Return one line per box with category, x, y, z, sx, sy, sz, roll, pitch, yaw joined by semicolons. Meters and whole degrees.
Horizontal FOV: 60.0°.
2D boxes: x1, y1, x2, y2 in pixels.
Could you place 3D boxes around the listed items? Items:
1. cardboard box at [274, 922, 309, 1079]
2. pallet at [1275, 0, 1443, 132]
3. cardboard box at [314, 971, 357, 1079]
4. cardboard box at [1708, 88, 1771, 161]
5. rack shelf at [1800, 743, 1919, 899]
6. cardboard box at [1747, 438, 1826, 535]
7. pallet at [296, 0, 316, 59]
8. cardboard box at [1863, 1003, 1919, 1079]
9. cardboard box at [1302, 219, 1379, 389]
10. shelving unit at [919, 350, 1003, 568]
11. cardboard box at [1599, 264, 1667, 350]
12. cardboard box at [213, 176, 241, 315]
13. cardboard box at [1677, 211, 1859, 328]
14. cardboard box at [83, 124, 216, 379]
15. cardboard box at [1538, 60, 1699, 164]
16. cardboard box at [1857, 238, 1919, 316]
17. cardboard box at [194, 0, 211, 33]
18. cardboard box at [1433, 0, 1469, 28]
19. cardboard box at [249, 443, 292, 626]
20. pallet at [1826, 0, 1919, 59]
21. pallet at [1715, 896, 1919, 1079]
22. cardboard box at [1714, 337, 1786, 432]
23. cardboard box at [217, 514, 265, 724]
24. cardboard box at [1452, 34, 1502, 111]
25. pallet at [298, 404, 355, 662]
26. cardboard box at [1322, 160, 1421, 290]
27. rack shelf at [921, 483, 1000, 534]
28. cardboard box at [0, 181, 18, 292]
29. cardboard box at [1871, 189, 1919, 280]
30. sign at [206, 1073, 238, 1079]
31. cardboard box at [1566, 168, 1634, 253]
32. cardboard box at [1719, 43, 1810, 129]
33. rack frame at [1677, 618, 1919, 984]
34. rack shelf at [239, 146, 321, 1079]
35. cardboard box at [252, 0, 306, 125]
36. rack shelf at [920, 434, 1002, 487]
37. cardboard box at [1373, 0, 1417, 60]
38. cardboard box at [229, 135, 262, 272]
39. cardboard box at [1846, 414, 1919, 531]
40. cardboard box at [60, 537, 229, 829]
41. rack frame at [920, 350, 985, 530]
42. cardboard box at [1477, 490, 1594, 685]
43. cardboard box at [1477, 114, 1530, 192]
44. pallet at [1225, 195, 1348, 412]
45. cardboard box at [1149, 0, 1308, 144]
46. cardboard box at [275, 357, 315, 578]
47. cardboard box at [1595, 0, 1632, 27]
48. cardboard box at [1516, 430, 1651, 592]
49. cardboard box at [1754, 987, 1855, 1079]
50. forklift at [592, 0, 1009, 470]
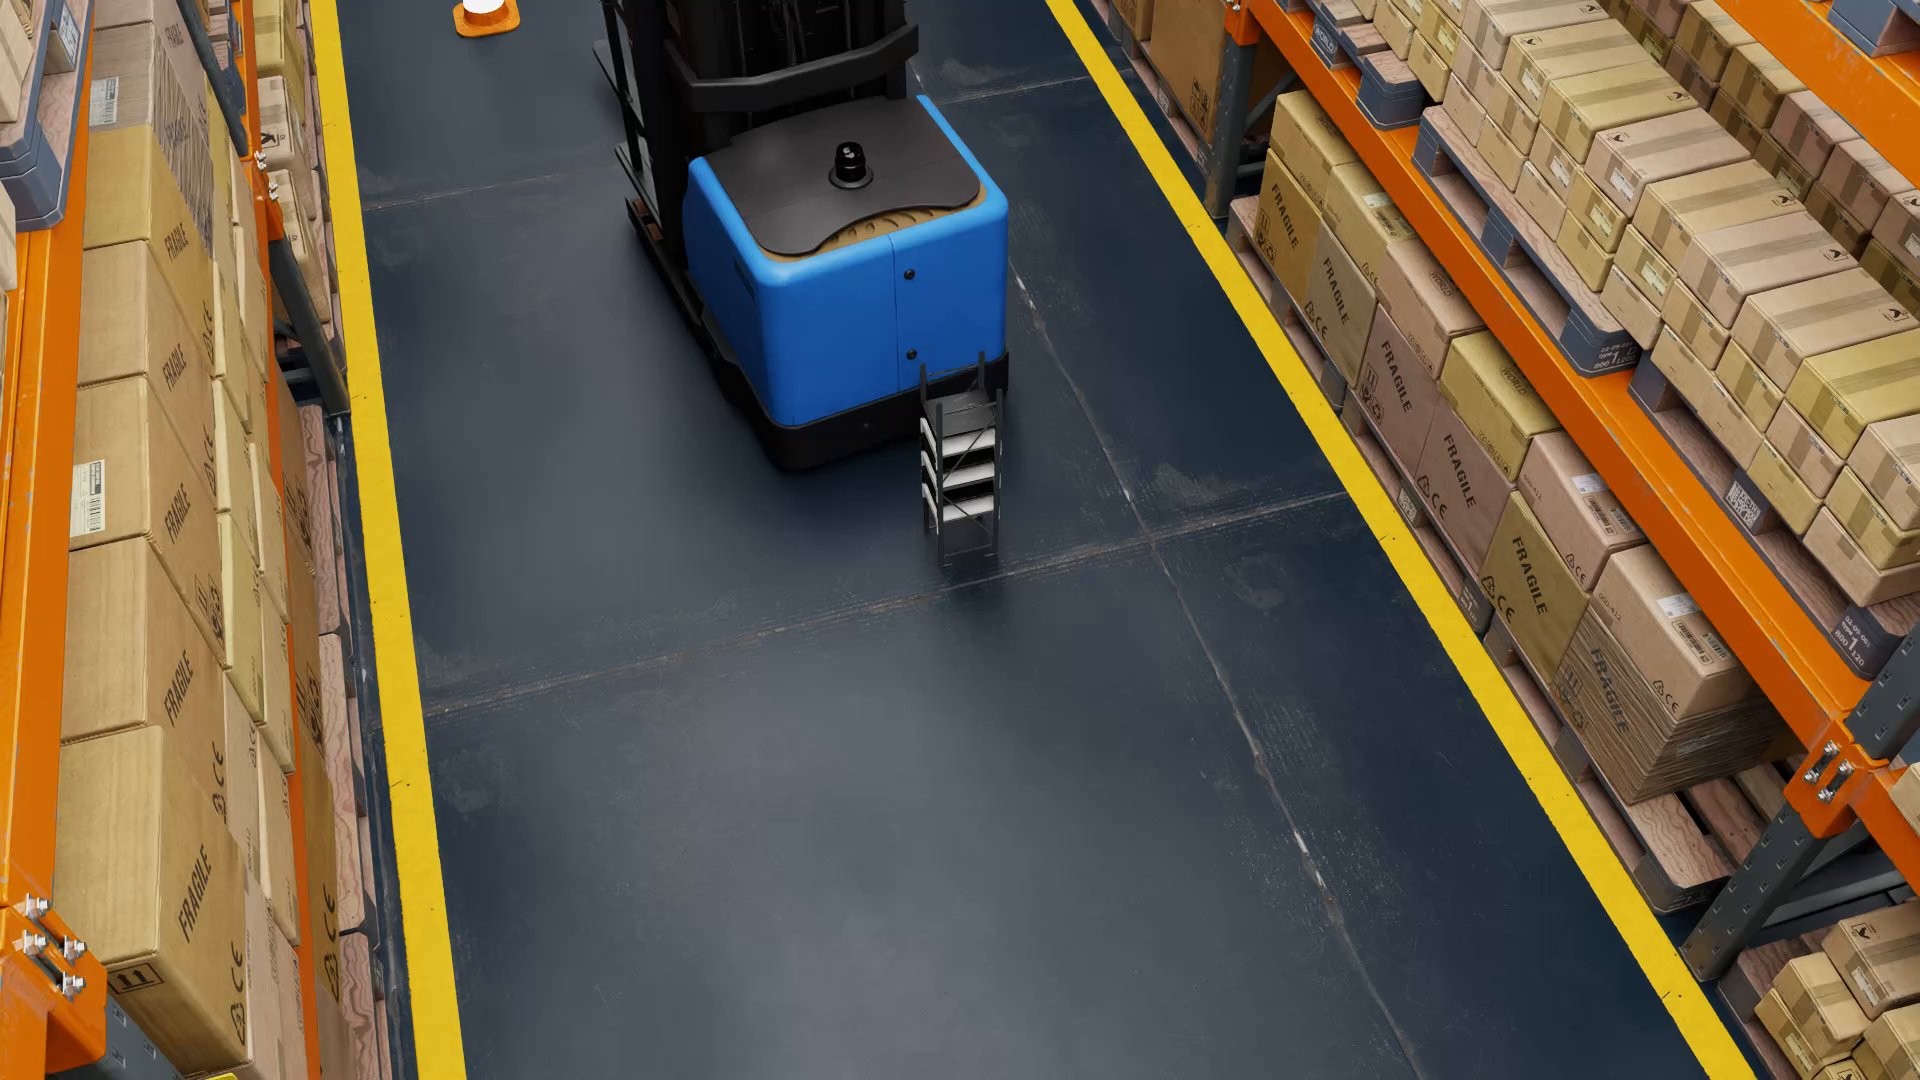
cardboard box;-1.747;1.161;3.697;0.500;0.250;0.500;-14;51;-12
pallet;1.960;-2.063;6.442;1.213;0.211;1.003;-13;51;-11
cardboard box;-2.128;1.608;4.337;0.875;0.875;0.875;-12;51;-10
cardboard box;2.688;-1.383;5.439;0.380;0.149;0.250;-14;51;-12
rack shelf;3.422;1.993;3.368;1.077;0.370;4.000;-13;51;-11
cardboard box;2.446;-0.189;4.626;0.380;0.149;0.250;-13;51;-11
pallet;-4.003;-2.882;8.831;1.003;0.211;1.213;-13;51;-11
cardboard box;2.759;1.405;4.594;0.380;0.149;0.250;-11;51;-9
cardboard box;1.765;-1.010;6.789;0.500;0.500;0.500;-13;51;-11
shelving unit;0.002;-0.284;6.191;0.258;0.900;0.210;-13;51;-11
cardboard box;2.213;-0.756;5.105;0.380;0.149;0.250;-15;52;-13
cardboard box;-2.510;-0.871;5.083;0.500;0.250;0.500;-14;51;-12
cardboard box;2.292;-0.771;4.729;0.380;0.149;0.250;-13;51;-11
cardboard box;-2.349;-0.727;4.471;0.500;0.500;0.500;-13;51;-11
cardboard box;2.059;-1.343;5.211;0.380;0.149;0.250;-14;51;-11
cardboard box;2.920;-0.808;4.954;0.380;0.149;0.250;-15;52;-13
cardboard box;-2.964;-2.072;5.790;0.500;0.500;0.500;-15;51;-12
cardboard box;1.827;-1.916;5.694;0.380;0.149;0.250;-15;52;-12
cardboard box;-2.176;0.038;4.644;0.500;0.250;0.500;-14;51;-12
pallet;2.749;-1.081;3.650;1.213;0.211;1.003;-13;51;-11
pallet;3.063;1.682;4.984;1.003;0.211;1.213;-13;51;-11
cardboard box;2.374;-0.470;4.669;0.380;0.149;0.250;-11;51;-9
cardboard box;-2.034;0.247;4.141;0.500;0.250;0.500;-13;51;-11
cardboard box;1.910;-1.615;5.634;0.380;0.149;0.250;-13;51;-11
pallet;-2.890;0.064;6.348;1.003;0.211;1.213;-13;51;-11
cardboard box;1.770;-1.263;6.513;0.500;0.250;0.500;-14;51;-11
rack shelf;0.002;-0.147;6.354;0.258;0.077;0.200;-13;51;-11
cardboard box;-1.908;-0.537;2.946;0.380;0.166;0.250;-16;52;-13
cardboard box;2.920;-0.910;4.846;0.380;0.149;0.250;-14;51;-11
sign;-1.339;1.062;3.064;0.100;0.325;0.005;-13;51;-11
cardboard box;2.130;-1.058;5.164;0.380;0.149;0.250;-13;51;-11
cardboard box;2.687;-1.477;5.324;0.380;0.149;0.250;-12;51;-10
rack frame;2.830;0.301;4.324;1.000;3.000;0.127;-13;51;-11
rack shelf;-2.460;0.265;4.825;1.077;0.370;4.000;-13;51;-11
cardboard box;-3.654;-2.223;7.896;0.950;0.372;0.625;-12;51;-10
rack shelf;0.002;-0.321;6.147;0.258;0.077;0.200;-13;51;-11
cardboard box;1.746;-1.910;6.077;0.380;0.149;0.250;-11;51;-9
cardboard box;-2.654;-1.069;5.577;0.500;0.250;0.500;-15;51;-12
cardboard box;2.525;-0.195;4.242;0.380;0.149;0.250;-11;51;-9
cardboard box;-1.901;0.387;3.532;0.500;0.500;0.500;-14;51;-11
rack frame;-0.028;-0.358;6.253;0.240;0.900;0.006;-13;51;-11
cardboard box;2.219;0.113;5.843;0.500;0.500;0.500;-14;51;-12
cardboard box;1.981;-1.335;5.593;0.380;0.149;0.250;-13;51;-10
pallet;1.877;-1.151;7.372;1.003;0.211;1.213;-13;51;-11
cardboard box;1.553;-2.496;7.879;1.050;0.750;0.750;-14;51;-11
cardboard box;-2.927;-0.355;5.992;0.875;0.875;0.875;-14;51;-11
cardboard box;2.463;-1.944;5.912;0.380;0.149;0.250;-13;51;-11
cardboard box;2.229;-0.136;5.562;0.500;0.250;0.500;-11;51;-9
cardboard box;2.631;1.423;4.968;0.380;0.149;0.250;-15;52;-13
forklift;-0.890;-2.369;6.620;1.130;2.935;3.031;-20;53;-16
